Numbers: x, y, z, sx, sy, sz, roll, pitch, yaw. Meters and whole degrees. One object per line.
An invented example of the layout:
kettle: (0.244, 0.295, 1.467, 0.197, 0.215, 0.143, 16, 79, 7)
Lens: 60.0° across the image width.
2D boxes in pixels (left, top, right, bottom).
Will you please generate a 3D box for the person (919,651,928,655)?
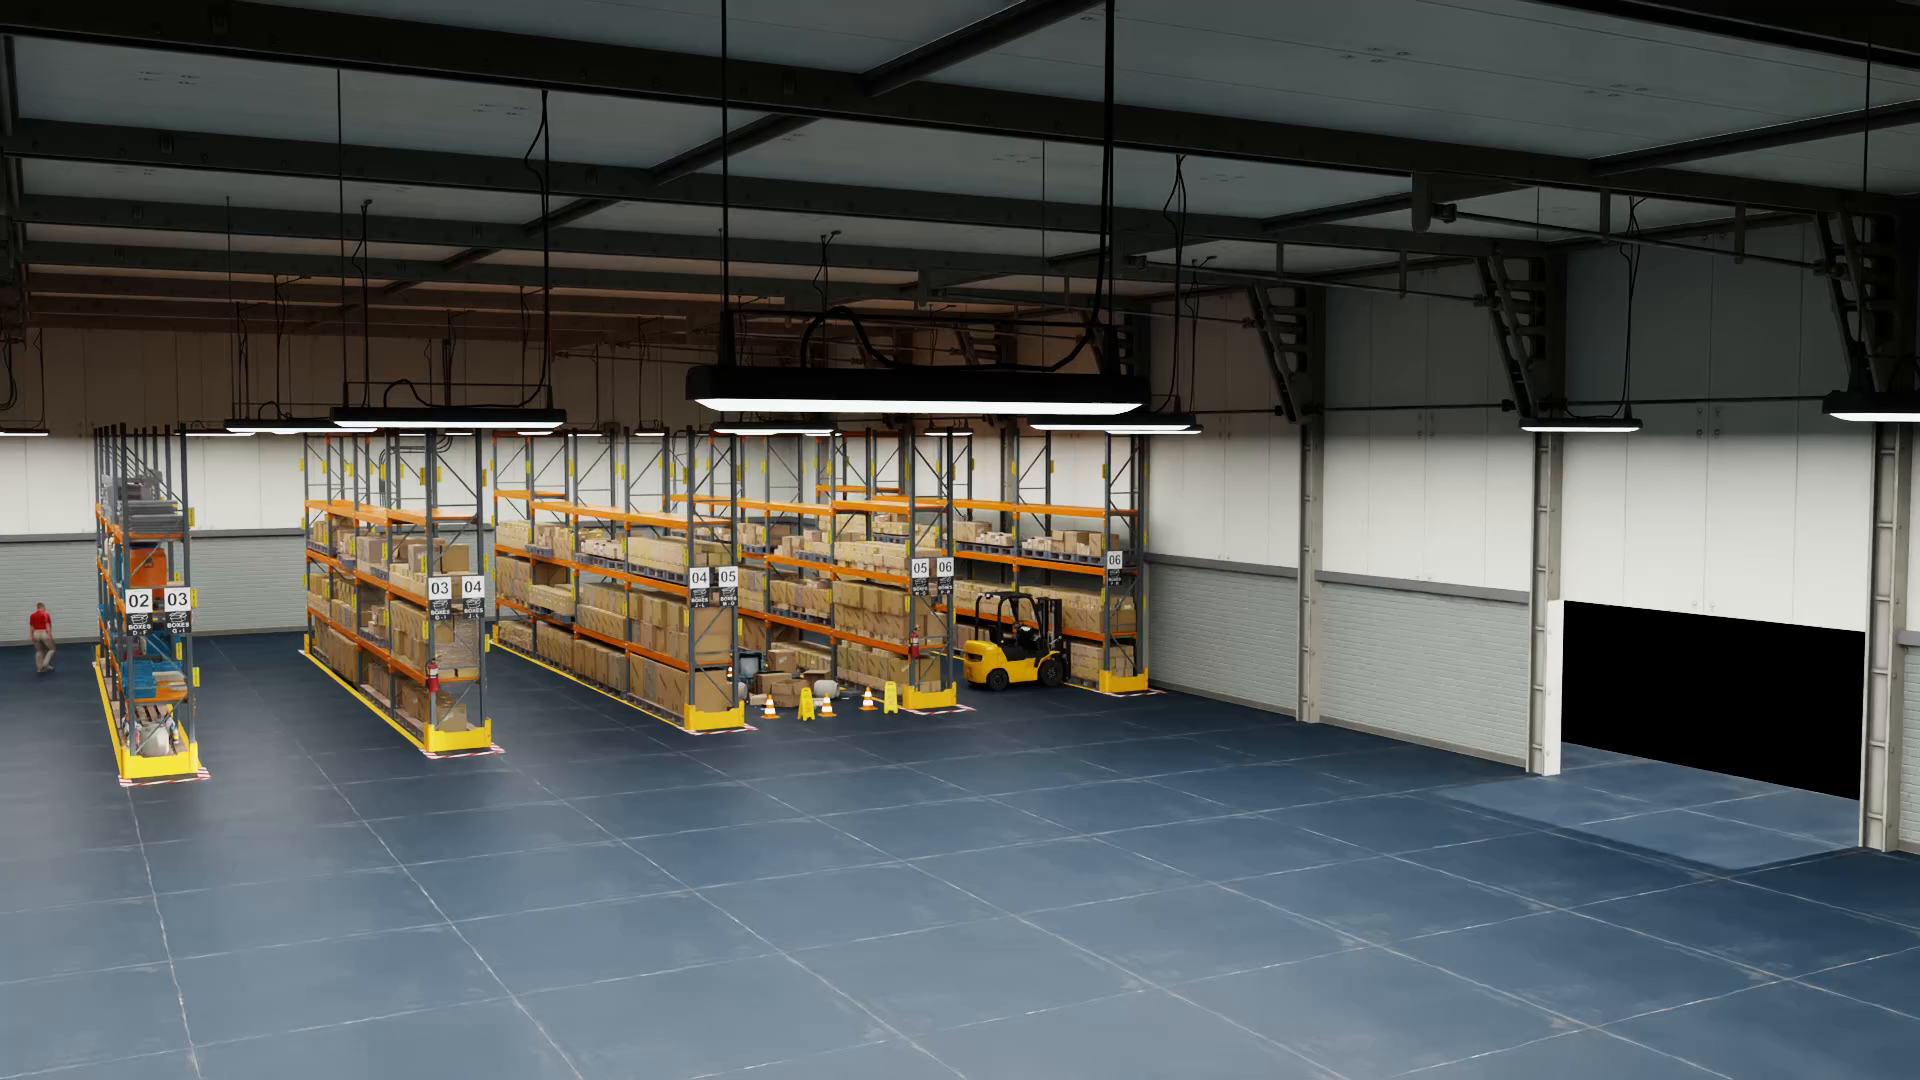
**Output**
person: (-0.955, 2.567, 39.834, 0.550, 1.502, 0.755, -2, 4, -25)

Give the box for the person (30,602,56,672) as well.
person: (-22.526, 2.389, 40.776, 0.590, 1.717, 0.485, 0, 3, -3)
